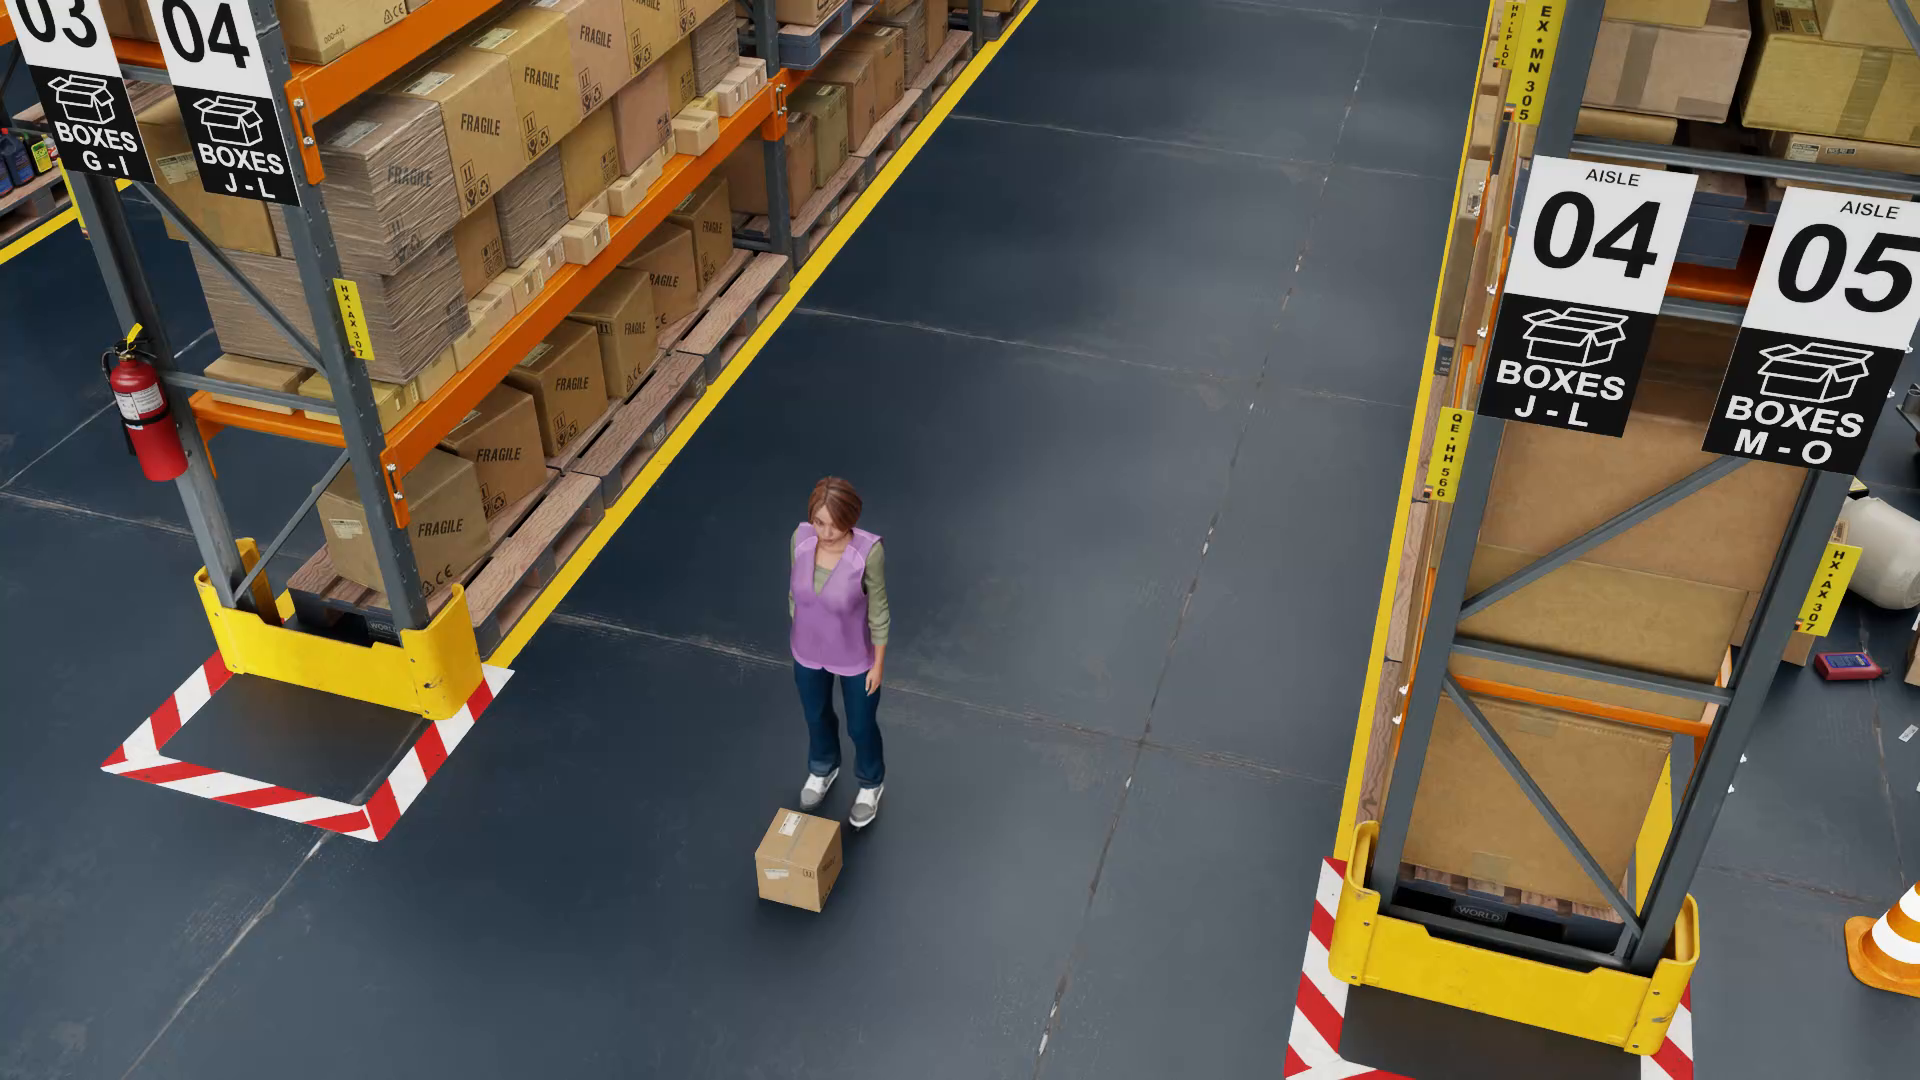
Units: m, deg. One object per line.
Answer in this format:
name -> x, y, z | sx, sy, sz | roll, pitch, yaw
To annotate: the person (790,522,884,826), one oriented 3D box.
person -> -0.471, 0.529, 6.413 | 0.361, 1.387, 0.300 | 12, 39, 15
